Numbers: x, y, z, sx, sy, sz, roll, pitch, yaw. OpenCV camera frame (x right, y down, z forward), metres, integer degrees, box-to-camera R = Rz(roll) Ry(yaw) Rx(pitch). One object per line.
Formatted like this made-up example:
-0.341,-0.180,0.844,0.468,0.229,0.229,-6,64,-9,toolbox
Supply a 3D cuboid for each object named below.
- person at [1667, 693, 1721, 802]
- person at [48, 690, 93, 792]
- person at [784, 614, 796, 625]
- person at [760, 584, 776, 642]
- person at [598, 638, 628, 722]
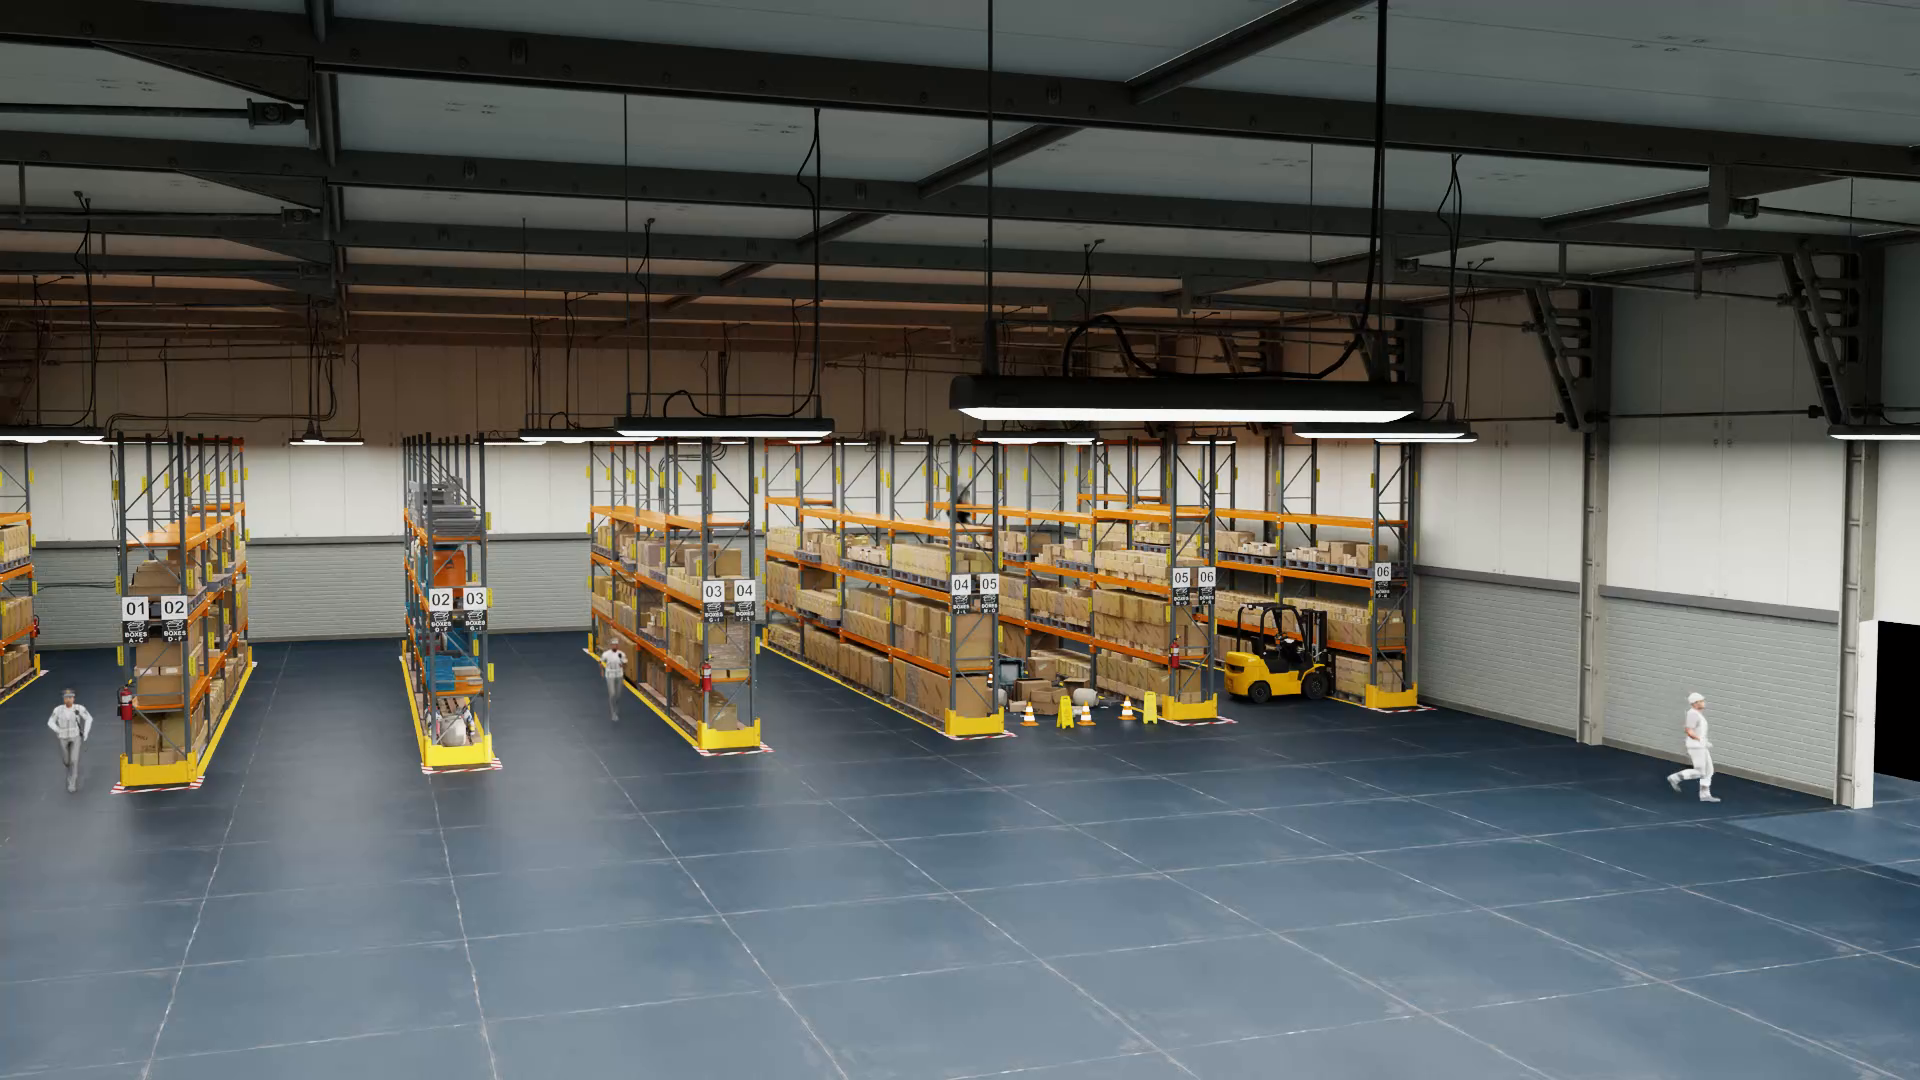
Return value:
11.889,3.347,26.899,0.806,1.757,0.674,2,4,30,person
-14.994,3.349,28.024,0.659,1.691,0.778,-1,3,-20,person
-5.030,2.095,49.769,0.828,1.695,0.614,-2,4,-35,person
-5.617,2.115,49.455,0.875,1.786,0.754,-2,4,-26,person
-7.290,2.919,35.073,0.561,1.718,0.860,-2,4,-28,person
